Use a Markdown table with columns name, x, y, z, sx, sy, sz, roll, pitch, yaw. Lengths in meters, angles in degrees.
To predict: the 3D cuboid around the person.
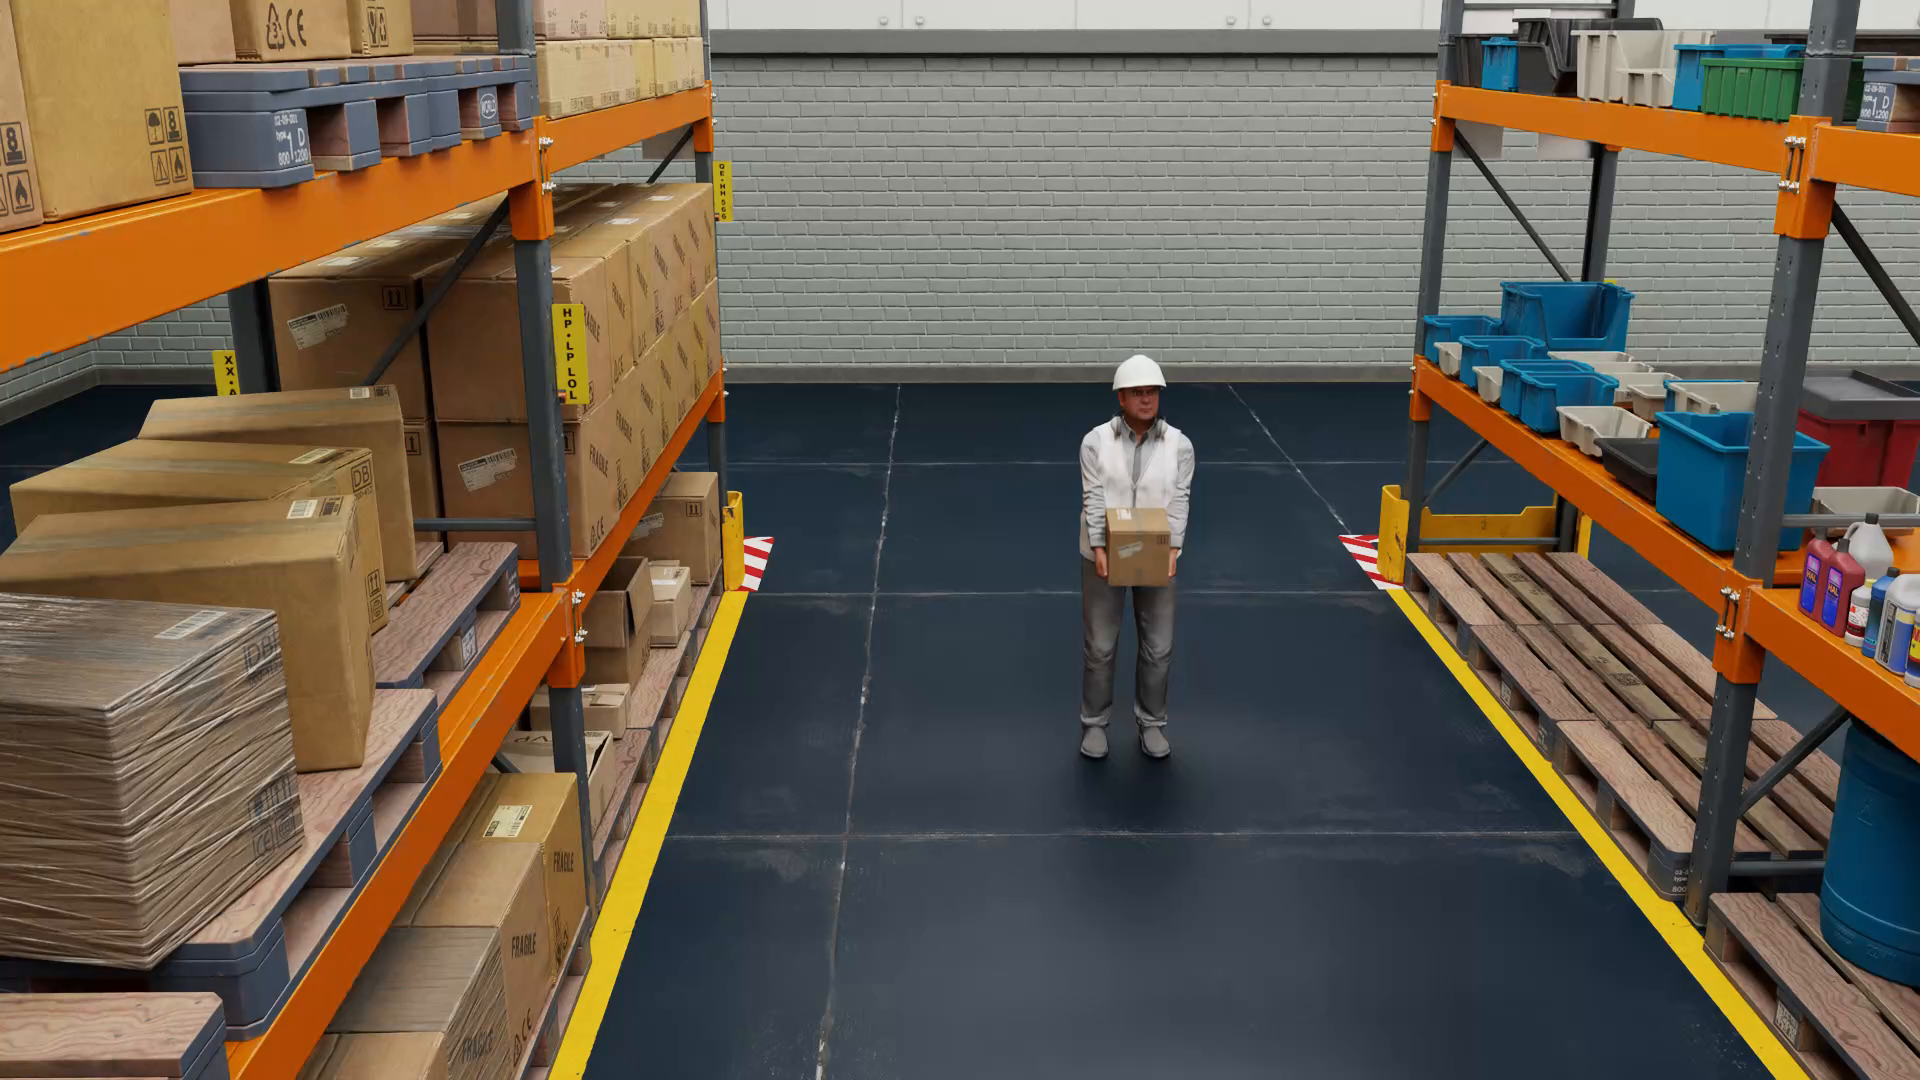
| name | x | y | z | sx | sy | sz | roll | pitch | yaw |
| --- | --- | --- | --- | --- | --- | --- | --- | --- | --- |
| person | 0.759 | 0.106 | 7.168 | 0.494 | 1.762 | 0.551 | 0 | 17 | 1 |
